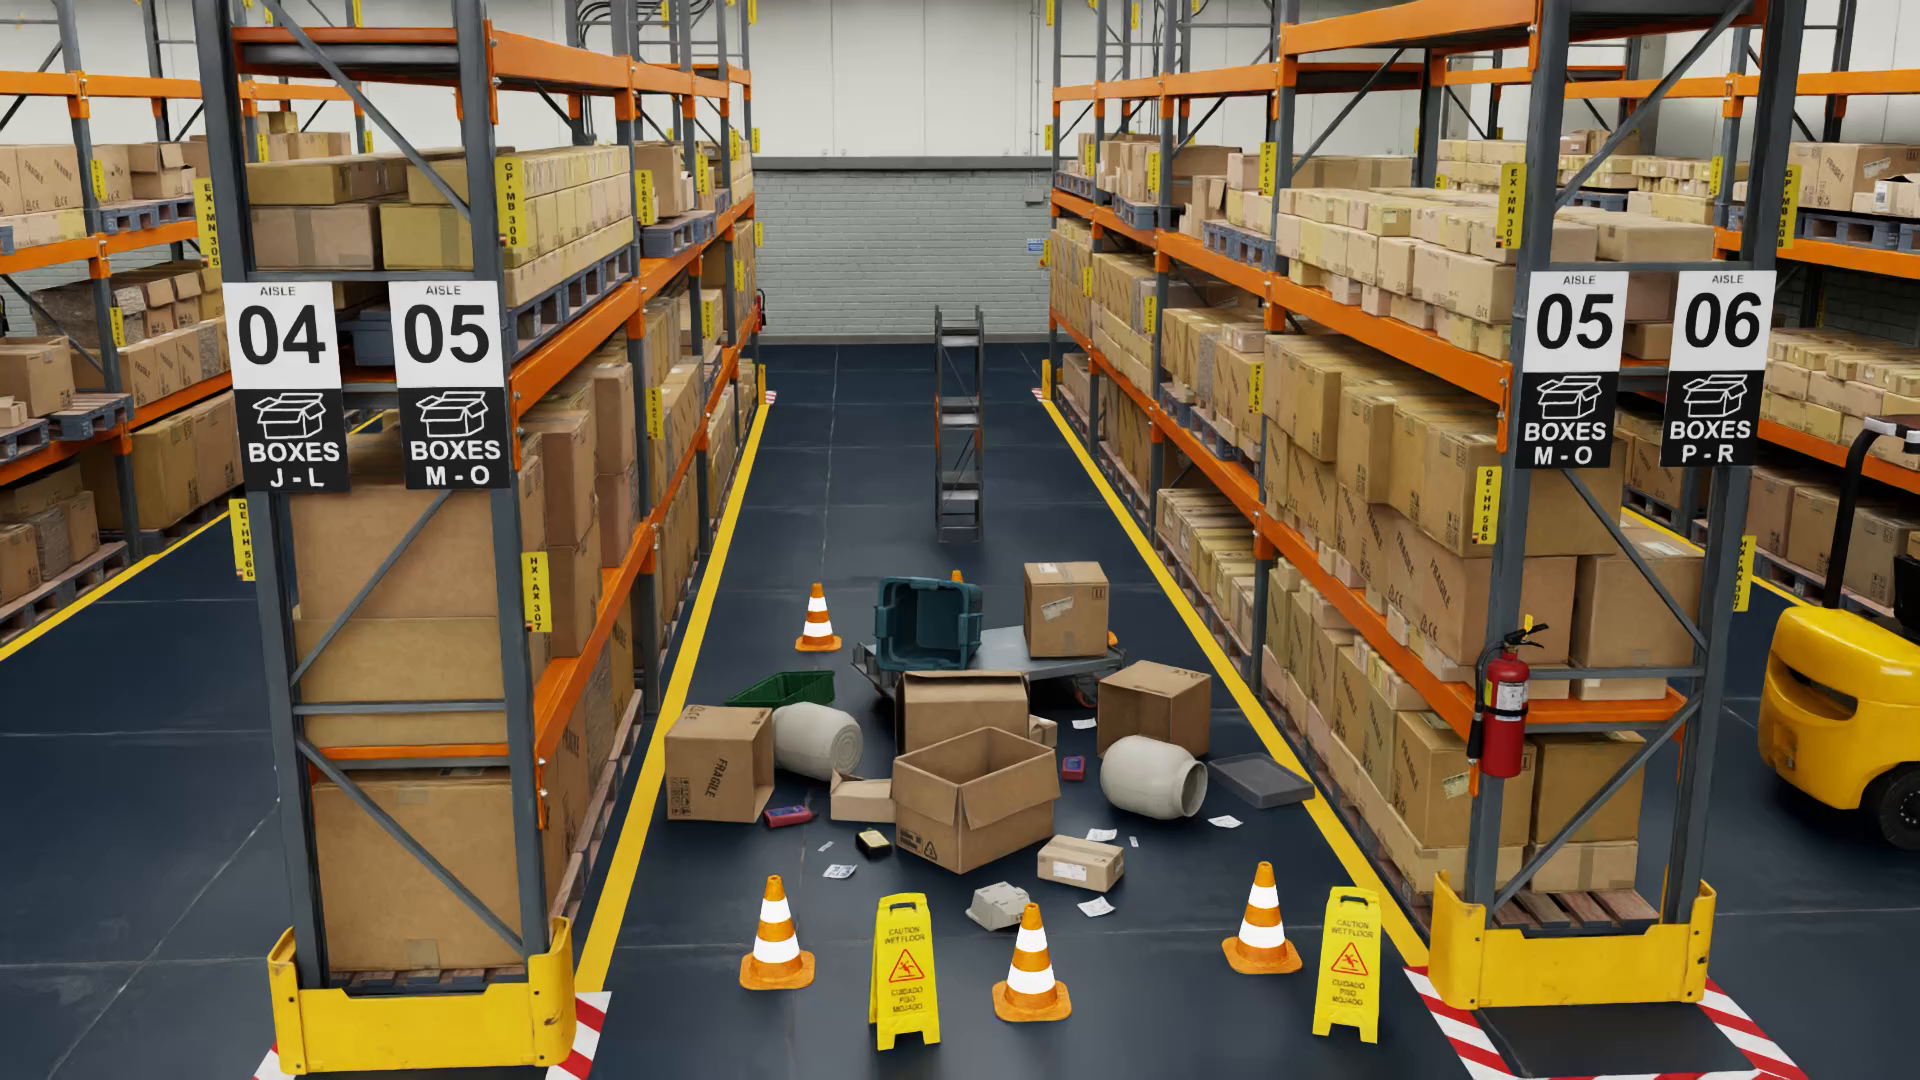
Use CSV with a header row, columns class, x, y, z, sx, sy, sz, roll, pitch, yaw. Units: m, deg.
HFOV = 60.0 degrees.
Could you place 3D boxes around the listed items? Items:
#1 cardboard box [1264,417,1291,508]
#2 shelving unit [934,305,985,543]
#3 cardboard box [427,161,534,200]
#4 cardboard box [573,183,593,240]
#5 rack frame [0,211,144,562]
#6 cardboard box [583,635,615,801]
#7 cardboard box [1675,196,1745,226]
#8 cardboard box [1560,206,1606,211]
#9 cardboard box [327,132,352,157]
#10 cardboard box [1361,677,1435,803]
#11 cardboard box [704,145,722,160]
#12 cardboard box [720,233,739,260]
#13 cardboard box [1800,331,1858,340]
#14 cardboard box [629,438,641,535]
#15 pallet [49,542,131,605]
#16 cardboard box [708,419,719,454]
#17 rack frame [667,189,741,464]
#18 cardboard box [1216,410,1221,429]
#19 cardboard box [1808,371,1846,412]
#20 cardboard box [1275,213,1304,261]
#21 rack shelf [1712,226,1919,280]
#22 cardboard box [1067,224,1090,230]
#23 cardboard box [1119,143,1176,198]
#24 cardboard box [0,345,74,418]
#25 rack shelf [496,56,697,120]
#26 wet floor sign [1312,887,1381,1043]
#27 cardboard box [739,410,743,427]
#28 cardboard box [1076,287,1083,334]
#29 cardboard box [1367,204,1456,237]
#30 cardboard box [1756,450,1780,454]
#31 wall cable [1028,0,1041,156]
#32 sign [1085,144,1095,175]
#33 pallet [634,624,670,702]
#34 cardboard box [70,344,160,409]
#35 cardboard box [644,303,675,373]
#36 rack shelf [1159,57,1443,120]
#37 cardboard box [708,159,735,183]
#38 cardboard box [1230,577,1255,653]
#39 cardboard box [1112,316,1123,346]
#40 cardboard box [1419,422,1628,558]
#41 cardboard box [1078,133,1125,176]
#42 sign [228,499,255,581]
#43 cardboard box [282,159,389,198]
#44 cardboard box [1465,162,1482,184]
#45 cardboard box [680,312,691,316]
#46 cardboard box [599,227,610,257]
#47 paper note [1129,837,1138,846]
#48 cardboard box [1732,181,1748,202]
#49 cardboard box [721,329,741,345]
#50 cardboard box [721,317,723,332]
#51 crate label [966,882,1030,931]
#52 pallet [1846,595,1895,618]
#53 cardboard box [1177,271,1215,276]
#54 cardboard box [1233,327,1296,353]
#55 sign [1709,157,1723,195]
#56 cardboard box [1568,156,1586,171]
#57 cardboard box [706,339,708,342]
class,x,y,z,sx,sy,sz,roll,pitch,yaw
cardboard box,2.218,-0.505,10.394,0.500,0.500,0.500,-1,14,-4
shelving unit,-0.010,-1.058,15.148,0.431,2.100,0.503,-1,14,-3
cardboard box,-1.935,-1.449,6.702,0.380,0.149,0.250,-1,14,-3
cardboard box,-2.086,-1.606,8.113,0.500,0.250,0.500,-1,14,-4
rack frame,-7.670,-1.268,14.158,1.000,3.000,0.127,-1,14,-3
cardboard box,-2.437,0.883,9.221,0.875,0.875,0.875,-1,14,-3
cardboard box,6.901,-3.002,15.180,0.500,0.250,0.500,-1,14,-5
cardboard box,2.926,-1.555,8.160,0.380,0.149,0.250,0,14,-2
cardboard box,-8.080,-4.882,20.940,0.700,0.500,0.500,-2,15,-7
cardboard box,2.371,1.009,8.479,0.500,0.500,0.500,0,14,-1
cardboard box,-2.738,-4.205,18.053,0.380,0.149,0.250,-1,14,-4
cardboard box,-2.793,-3.235,19.001,0.500,0.500,0.500,-1,14,-5
cardboard box,7.525,-1.720,14.412,0.380,0.149,0.250,-1,14,-2
cardboard box,-2.431,-0.306,10.117,0.875,0.550,0.550,-1,14,-3
pallet,-7.623,0.277,13.750,1.003,0.211,1.213,-1,14,-3
cardboard box,-2.546,-0.977,15.695,0.500,0.250,0.500,-1,14,-4
rack frame,-2.961,-2.314,18.224,1.000,3.000,0.127,-1,14,-3
cardboard box,2.112,-0.885,12.333,0.380,0.149,0.250,-1,14,-3
cardboard box,7.059,-1.172,13.083,0.500,0.250,0.500,-1,14,-3
cardboard box,2.223,-1.836,10.052,0.500,0.250,0.500,-1,14,-5
rack shelf,7.299,-2.105,12.837,1.077,0.370,4.000,-1,14,-3
cardboard box,1.536,-3.842,20.653,0.380,0.149,0.250,-1,14,-3
cardboard box,1.822,-3.559,16.000,0.500,0.500,0.500,-1,14,-3
cardboard box,-7.462,-1.249,13.040,0.700,0.500,0.500,1,14,5
rack shelf,-2.590,-3.185,11.816,1.077,0.370,4.000,-1,14,-3
wet floor sign,1.660,1.773,7.065,0.267,0.644,0.232,4,15,16
cardboard box,-2.664,-1.376,18.860,0.380,0.149,0.250,0,14,-1
cardboard box,1.652,-2.703,19.536,0.500,0.500,0.500,-1,14,-5
cardboard box,2.272,-1.609,8.367,0.380,0.149,0.250,-1,14,-2
cardboard box,7.428,-0.600,15.737,0.500,0.500,0.500,0,14,-1
wall cable,1.091,-7.726,27.219,0.463,3.000,0.029,-1,14,-3
sign,1.419,-4.148,18.136,0.100,0.325,0.005,-1,14,-3
pallet,-2.589,0.835,11.580,1.003,0.211,1.213,-1,14,-3
cardboard box,-7.429,-1.441,14.632,0.500,0.500,0.500,0,14,-2
cardboard box,-2.663,-1.614,13.297,0.700,0.500,0.500,-1,14,-4
rack shelf,2.345,-3.287,12.211,1.077,0.370,4.000,-1,14,-3
cardboard box,-2.752,-4.060,18.286,0.500,0.250,0.500,0,14,-2
cardboard box,2.434,0.513,11.668,0.950,0.372,0.625,-1,14,-3
cardboard box,1.817,-2.090,16.653,0.500,0.250,0.500,-1,14,-5
cardboard box,2.467,-0.232,7.326,0.700,0.500,0.500,-1,14,-5
cardboard box,1.700,-4.660,20.077,0.500,0.500,0.500,-1,14,-2
sign,-2.760,0.000,6.432,0.100,0.325,0.005,-1,14,-3
cardboard box,-2.607,-1.503,6.913,0.380,0.149,0.250,-1,14,-3
cardboard box,6.560,-4.516,20.465,0.500,0.250,0.500,-1,14,-4
cardboard box,-2.613,-2.068,15.735,0.380,0.149,0.250,0,14,-1
cardboard box,-2.061,-1.569,8.770,0.380,0.149,0.250,-1,14,-3
paper note,0.934,1.620,8.935,0.032,0.001,0.123,-1,14,-3
cardboard box,6.893,-2.998,14.289,0.380,0.166,0.250,-1,14,-4
cardboard box,-2.652,-2.268,18.549,0.380,0.149,0.250,0,14,-1
cardboard box,-2.739,-2.300,17.831,0.380,0.149,0.250,-1,14,-5
crate label,0.205,1.775,8.076,0.250,0.136,0.298,-9,17,-32
pallet,7.338,0.664,12.245,1.003,0.211,1.213,-1,14,-3
cardboard box,2.377,-2.332,16.087,0.500,0.500,0.500,0,14,-2
cardboard box,2.159,-1.419,11.801,0.380,0.149,0.250,-1,14,-5
sign,6.633,-3.194,14.585,0.100,0.325,0.005,-1,14,-3
cardboard box,6.611,-3.946,17.412,0.380,0.149,0.250,-1,14,-4
cardboard box,-2.624,-1.989,16.024,0.380,0.149,0.250,-1,14,-4
